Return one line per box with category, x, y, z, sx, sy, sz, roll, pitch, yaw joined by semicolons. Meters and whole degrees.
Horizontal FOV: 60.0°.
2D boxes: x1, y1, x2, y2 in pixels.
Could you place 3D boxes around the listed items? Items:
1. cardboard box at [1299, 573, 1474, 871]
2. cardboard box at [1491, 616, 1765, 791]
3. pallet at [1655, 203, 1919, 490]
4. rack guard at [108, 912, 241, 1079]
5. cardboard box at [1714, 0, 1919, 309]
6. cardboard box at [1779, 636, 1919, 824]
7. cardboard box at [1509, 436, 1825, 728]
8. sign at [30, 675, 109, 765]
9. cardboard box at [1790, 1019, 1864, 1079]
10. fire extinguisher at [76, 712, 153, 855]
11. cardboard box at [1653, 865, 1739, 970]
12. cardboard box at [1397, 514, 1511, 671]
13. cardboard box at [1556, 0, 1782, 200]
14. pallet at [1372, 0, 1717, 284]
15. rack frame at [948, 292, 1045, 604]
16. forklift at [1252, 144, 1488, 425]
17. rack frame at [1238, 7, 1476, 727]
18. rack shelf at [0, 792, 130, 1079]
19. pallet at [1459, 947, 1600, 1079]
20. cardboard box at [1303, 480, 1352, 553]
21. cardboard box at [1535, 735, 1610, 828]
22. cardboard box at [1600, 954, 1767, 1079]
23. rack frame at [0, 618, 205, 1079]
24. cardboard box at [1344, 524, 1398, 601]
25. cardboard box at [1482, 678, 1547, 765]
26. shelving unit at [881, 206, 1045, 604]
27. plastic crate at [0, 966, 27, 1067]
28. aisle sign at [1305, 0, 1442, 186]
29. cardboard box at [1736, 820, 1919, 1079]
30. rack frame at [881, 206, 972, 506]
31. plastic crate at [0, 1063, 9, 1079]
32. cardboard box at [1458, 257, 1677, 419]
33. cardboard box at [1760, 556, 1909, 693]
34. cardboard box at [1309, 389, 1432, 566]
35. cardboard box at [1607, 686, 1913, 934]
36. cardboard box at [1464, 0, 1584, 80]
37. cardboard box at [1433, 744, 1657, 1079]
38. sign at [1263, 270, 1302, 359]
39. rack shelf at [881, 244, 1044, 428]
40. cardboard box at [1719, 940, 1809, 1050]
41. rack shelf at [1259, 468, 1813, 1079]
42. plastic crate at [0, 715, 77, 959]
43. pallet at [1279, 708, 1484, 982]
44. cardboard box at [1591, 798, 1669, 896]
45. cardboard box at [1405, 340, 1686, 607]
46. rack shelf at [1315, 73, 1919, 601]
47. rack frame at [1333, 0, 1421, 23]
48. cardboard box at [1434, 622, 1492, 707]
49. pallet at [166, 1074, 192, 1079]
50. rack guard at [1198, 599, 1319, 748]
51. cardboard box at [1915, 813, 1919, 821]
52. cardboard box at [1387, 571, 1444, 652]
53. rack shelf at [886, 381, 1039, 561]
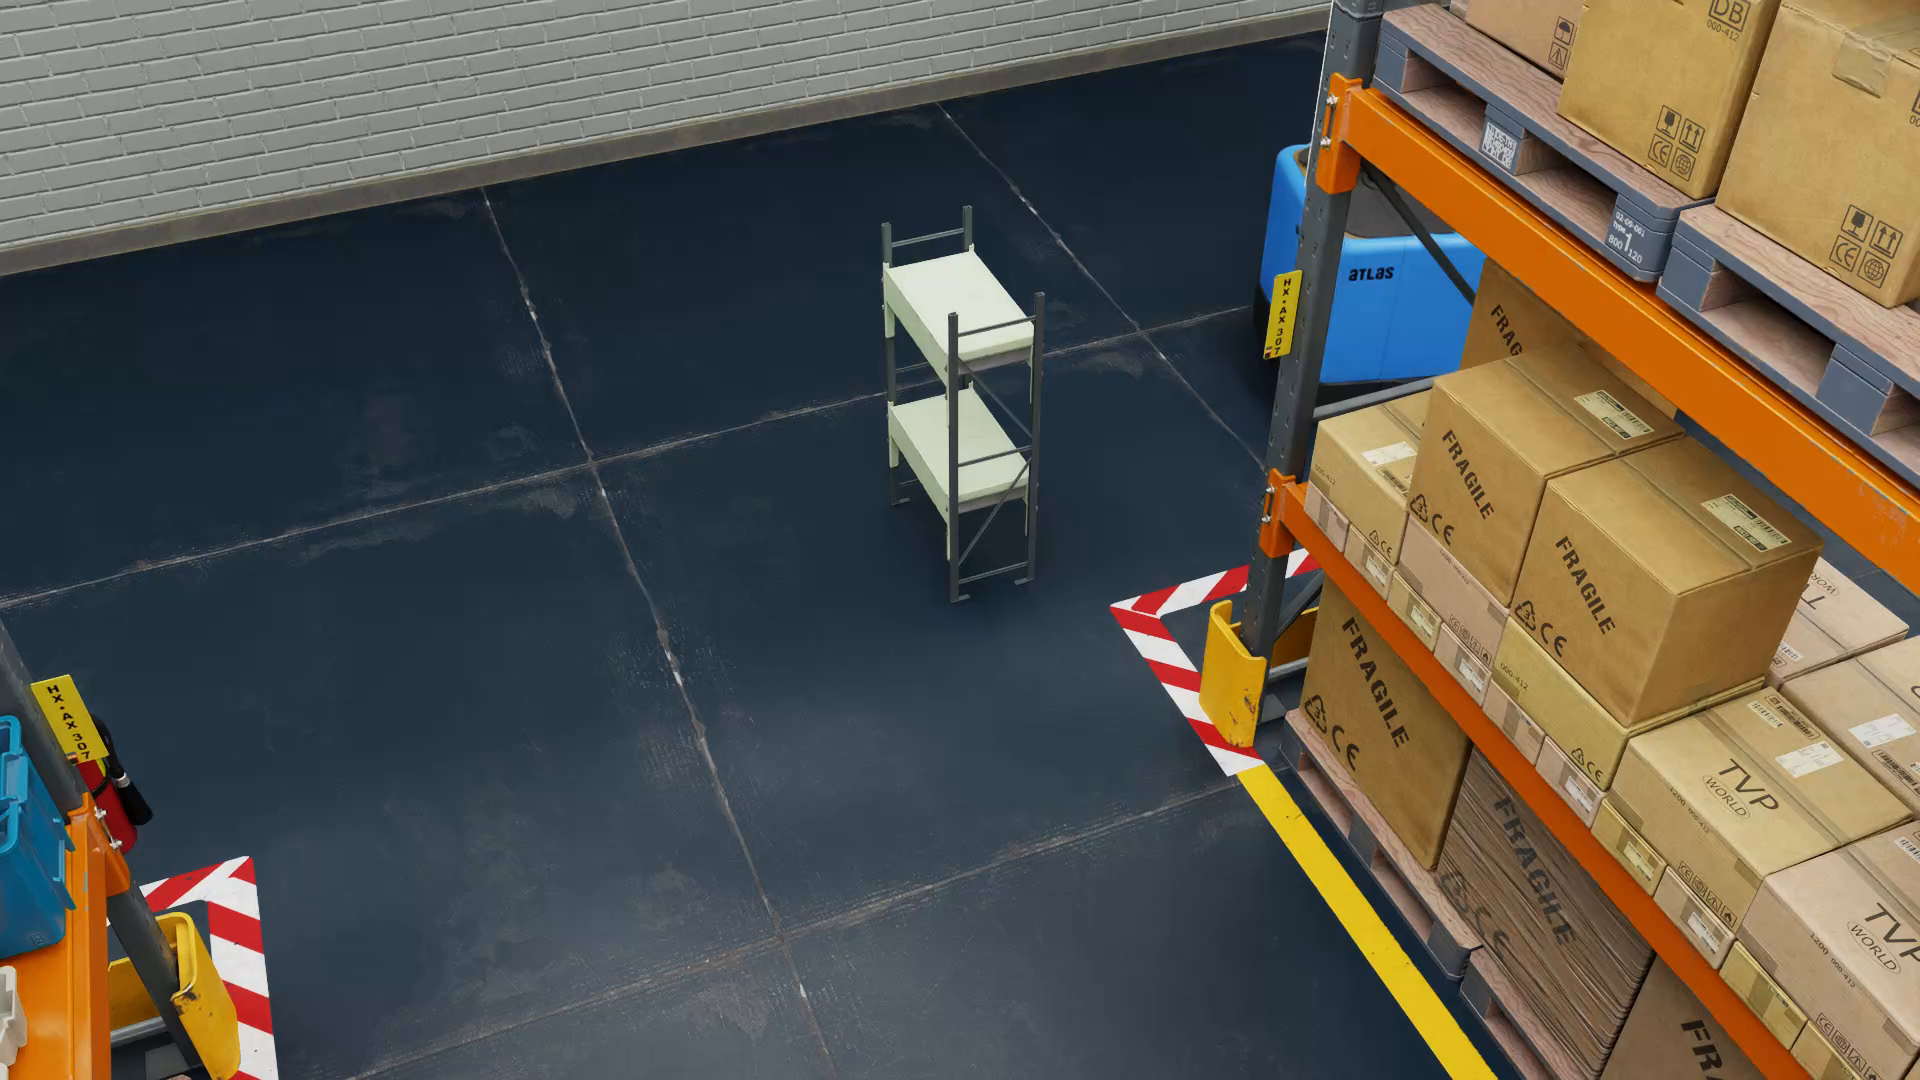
cardboard box;1.903;0.491;6.104;0.875;0.875;0.875;-15;43;-17
cardboard box;1.912;0.395;4.796;0.500;0.250;0.500;-16;43;-18
pallet;2.348;-0.444;3.652;1.003;0.211;1.213;-15;43;-17
rack guard;-3.014;1.652;5.365;1.175;0.500;0.348;-15;43;-17
cardboard box;2.179;-0.925;3.667;0.700;0.500;0.500;-18;44;-20
cardboard box;2.606;0.574;4.587;0.500;0.250;0.500;-15;43;-17
cardboard box;1.913;0.107;4.555;0.500;0.500;0.500;-16;43;-18
sign;-2.490;0.506;4.654;0.100;0.325;0.005;-15;43;-17
cardboard box;2.301;1.262;4.093;0.380;0.149;0.250;-14;43;-16
fire extinguisher;-2.630;0.681;4.921;0.296;0.674;0.183;-15;43;-17
cardboard box;2.106;0.955;4.451;0.380;0.149;0.250;-14;43;-16
cardboard box;1.723;0.091;5.149;0.500;0.250;0.500;-16;43;-17
cardboard box;1.936;-1.224;4.015;0.700;0.500;0.500;-17;43;-18
pallet;1.877;-1.180;4.508;1.003;0.211;1.213;-15;43;-17
rack frame;0.143;-0.344;6.919;0.400;1.500;0.023;-15;43;-17
forklift;3.121;-2.073;7.831;3.031;2.935;1.130;-4;41;-5
rack frame;1.584;-0.521;5.973;1.000;3.000;0.127;-15;43;-17
rack shelf;-2.227;2.193;3.370;1.077;0.370;4.000;-15;43;-17
pallet;2.425;1.733;5.492;1.003;0.211;1.213;-15;43;-17
cardboard box;1.415;-0.129;5.711;0.380;0.149;0.250;-15;43;-16
cardboard box;1.909;0.645;4.811;0.380;0.149;0.250;-16;43;-17
cardboard box;2.591;1.576;4.843;0.875;0.875;0.875;-15;43;-17
rack frame;-2.992;0.715;4.537;1.000;3.000;0.127;-15;43;-17
cardboard box;1.514;0.025;5.532;0.380;0.149;0.250;-16;43;-17
cardboard box;1.810;0.489;4.992;0.380;0.149;0.250;-16;43;-18
shelving unit;0.003;-0.565;7.175;0.431;1.500;0.755;-15;43;-17
plastic crate;-2.513;1.238;4.084;0.396;0.136;0.243;-15;43;-17
aisle sign;1.279;-1.475;5.089;0.394;0.787;0.004;-15;43;-17
cardboard box;2.307;1.014;4.076;0.500;0.250;0.500;-14;43;-16
rack frame;-0.137;-0.785;7.431;0.400;1.500;0.023;-15;43;-17
plastic crate;-2.416;1.416;3.877;0.396;0.136;0.243;-15;43;-17
cardboard box;2.013;-0.633;5.416;0.500;0.500;0.500;-15;43;-16
cardboard box;2.403;0.261;4.951;0.500;0.250;0.500;-17;43;-18
cardboard box;1.518;-0.220;5.511;0.500;0.250;0.500;-16;43;-18
cardboard box;2.116;0.708;4.432;0.500;0.250;0.500;-16;43;-18
cardboard box;1.832;-1.593;4.445;0.700;0.500;0.500;-18;44;-19
cardboard box;2.251;1.040;5.467;0.875;0.875;0.875;-15;43;-17
sign;1.069;-0.744;5.509;0.100;0.325;0.005;-15;43;-17
rack shelf;0.003;-0.861;6.920;0.431;0.370;0.720;-15;43;-17
cardboard box;2.203;1.108;4.272;0.380;0.149;0.250;-16;43;-18
rack shelf;2.349;0.957;4.807;1.077;0.370;4.000;-15;43;-17
plastic crate;-2.692;0.834;4.325;0.616;0.435;0.499;-15;43;-17
pallet;1.962;0.999;6.345;1.003;0.211;1.213;-15;43;-17
cardboard box;2.004;0.797;4.634;0.380;0.149;0.250;-16;43;-18
cardboard box;1.709;-0.203;4.916;0.500;0.500;0.500;-16;43;-18
rack shelf;2.349;-0.180;3.829;1.077;0.370;4.000;-15;43;-17
rack frame;1.584;-2.795;4.017;1.000;3.000;0.127;-15;43;-17
cardboard box;1.713;0.336;5.170;0.380;0.149;0.250;-16;43;-18
pallet;-2.713;2.279;4.857;1.003;0.211;1.213;-15;43;-17
rack guard;1.575;0.413;6.805;1.175;0.500;0.348;-15;43;-17
cardboard box;2.787;0.873;4.240;0.500;0.250;0.500;-14;43;-16
cardboard box;1.612;0.179;5.352;0.380;0.149;0.250;-16;43;-18
rack shelf;0.003;-0.317;7.387;0.431;0.370;0.720;-15;43;-17
